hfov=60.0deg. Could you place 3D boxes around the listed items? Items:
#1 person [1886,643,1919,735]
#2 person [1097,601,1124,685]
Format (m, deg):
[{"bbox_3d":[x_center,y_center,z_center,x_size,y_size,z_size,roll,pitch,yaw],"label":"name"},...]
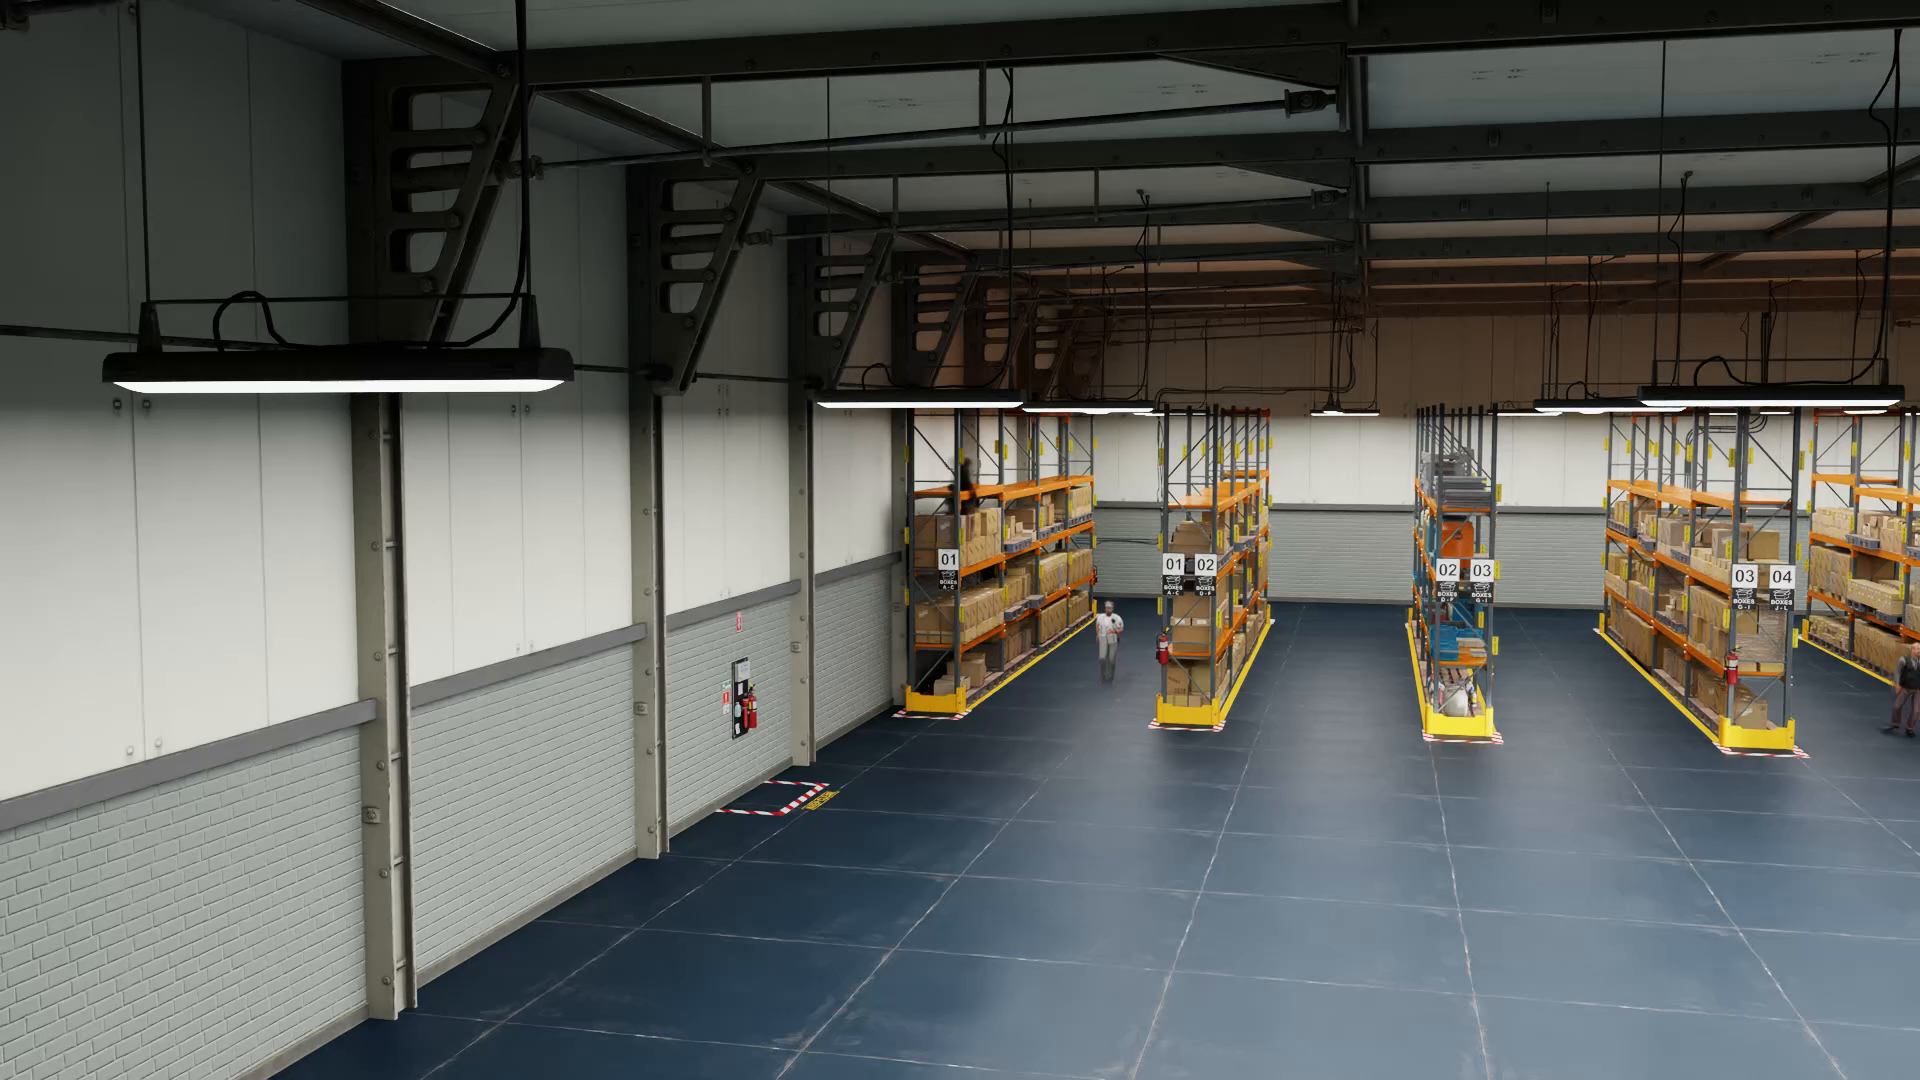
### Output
[{"bbox_3d":[17.150,2.699,29.942,0.758,1.687,0.690,1,4,20],"label":"person"},{"bbox_3d":[3.234,2.226,35.976,0.630,1.839,0.754,1,4,13],"label":"person"}]
